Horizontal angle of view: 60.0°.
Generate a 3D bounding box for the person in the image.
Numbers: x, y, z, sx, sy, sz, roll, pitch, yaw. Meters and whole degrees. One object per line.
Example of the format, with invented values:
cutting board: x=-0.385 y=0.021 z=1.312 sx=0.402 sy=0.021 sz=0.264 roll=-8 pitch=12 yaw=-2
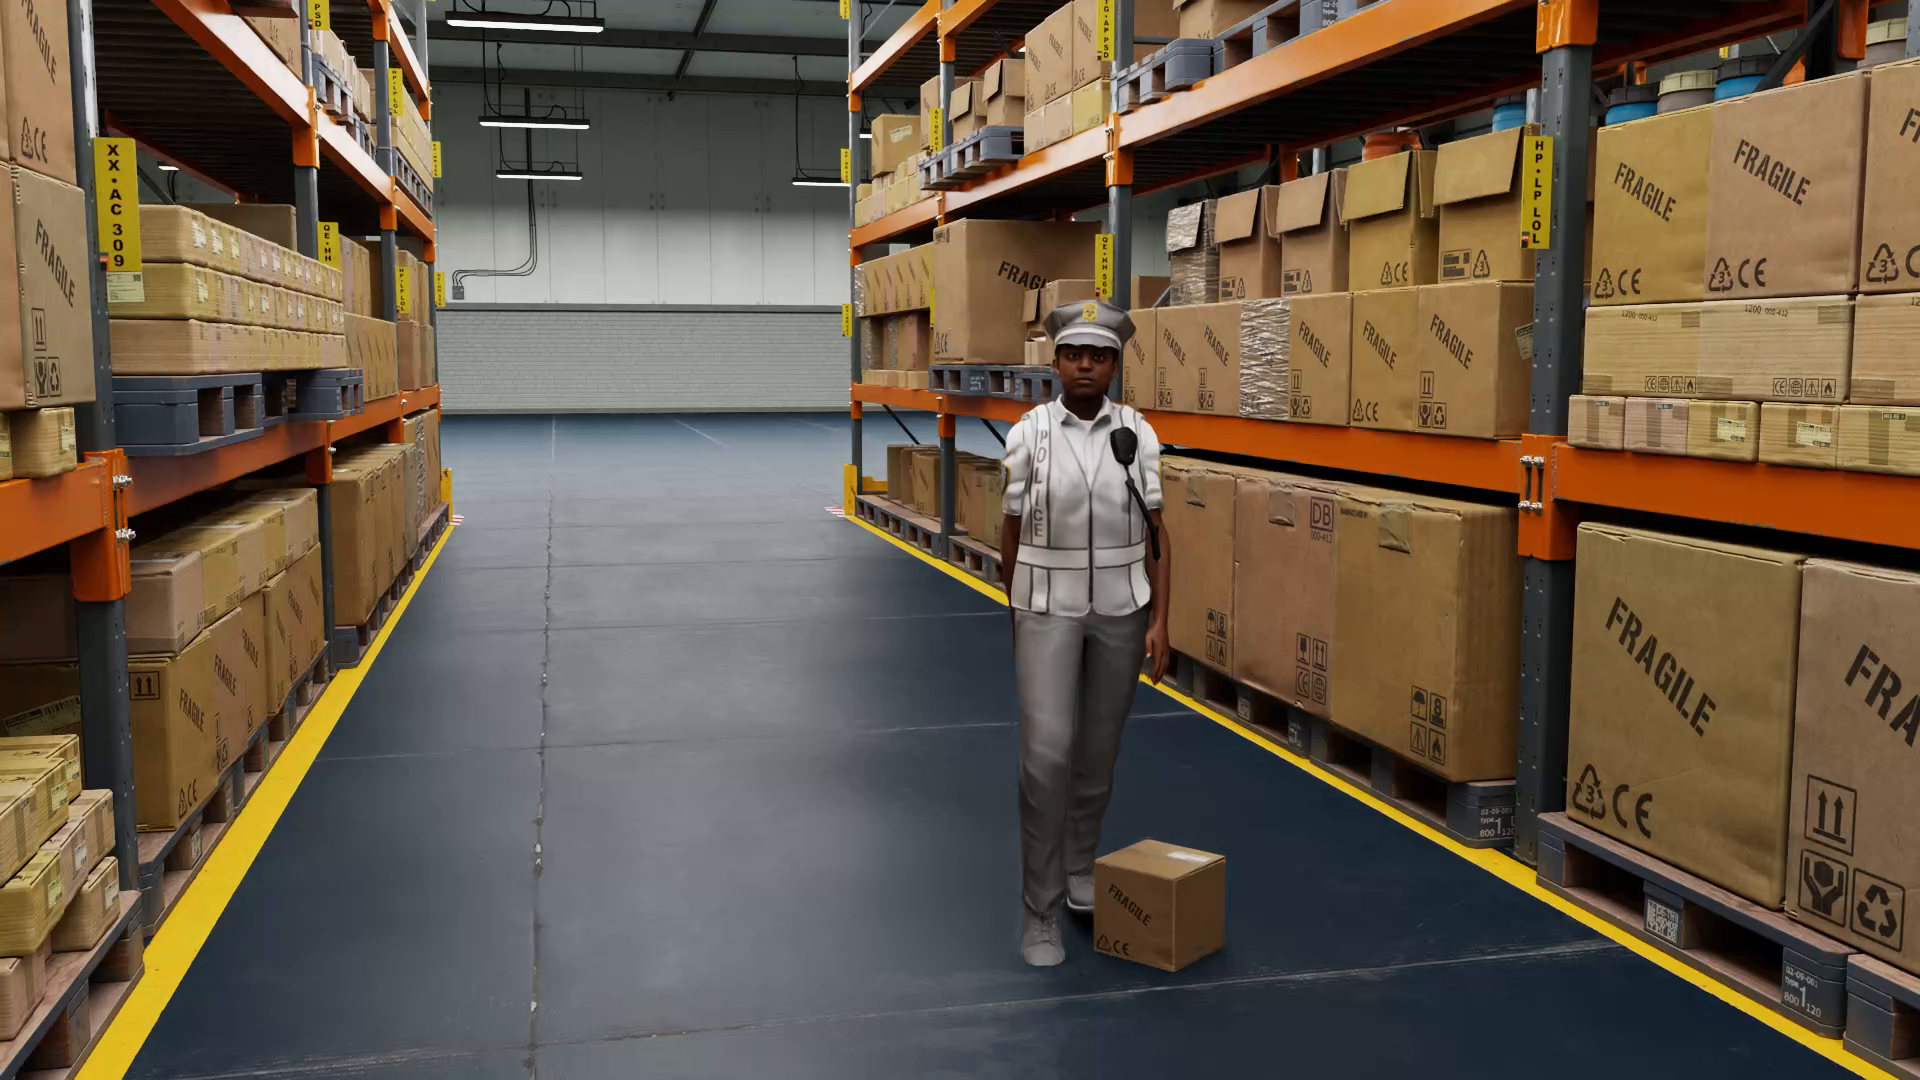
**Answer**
person: x=0.335 y=0.246 z=4.459 sx=0.436 sy=1.764 sz=0.557 roll=-1 pitch=6 yaw=-6
